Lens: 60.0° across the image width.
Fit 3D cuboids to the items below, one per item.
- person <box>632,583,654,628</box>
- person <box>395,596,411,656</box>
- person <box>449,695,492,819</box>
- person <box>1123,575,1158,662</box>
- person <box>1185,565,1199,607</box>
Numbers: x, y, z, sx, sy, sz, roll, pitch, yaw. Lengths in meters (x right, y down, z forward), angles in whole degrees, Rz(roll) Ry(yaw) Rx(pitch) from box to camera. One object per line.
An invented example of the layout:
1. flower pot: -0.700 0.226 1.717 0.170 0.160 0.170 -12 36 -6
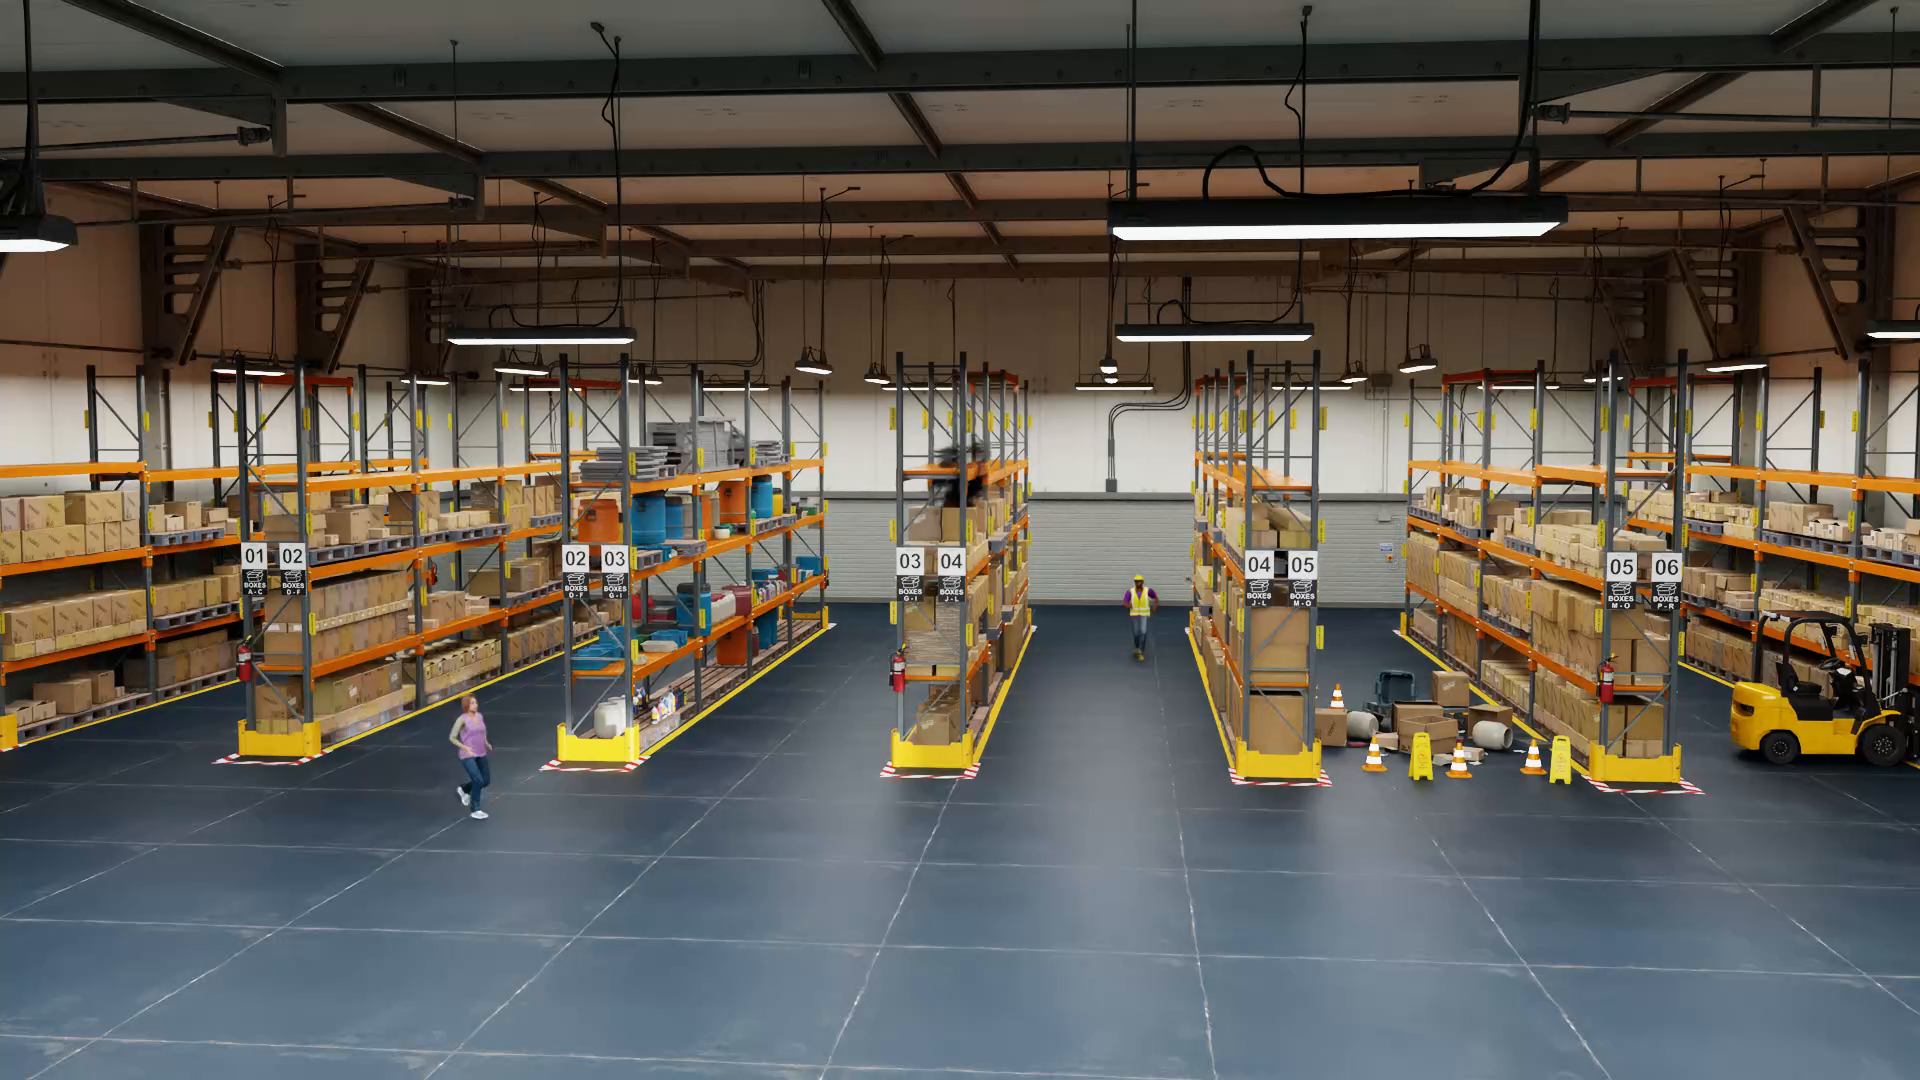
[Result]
1. person: -6.517 1.761 33.794 0.635 1.780 0.749 0 4 -2
2. person: -11.442 1.716 33.936 0.665 1.761 0.823 0 4 -4
3. person: -6.215 2.732 21.027 0.594 1.549 0.509 3 5 33
4. person: 3.806 1.635 35.155 0.704 1.793 0.890 1 4 12
5. person: 5.863 1.230 40.644 0.753 1.844 0.715 -2 4 -22
